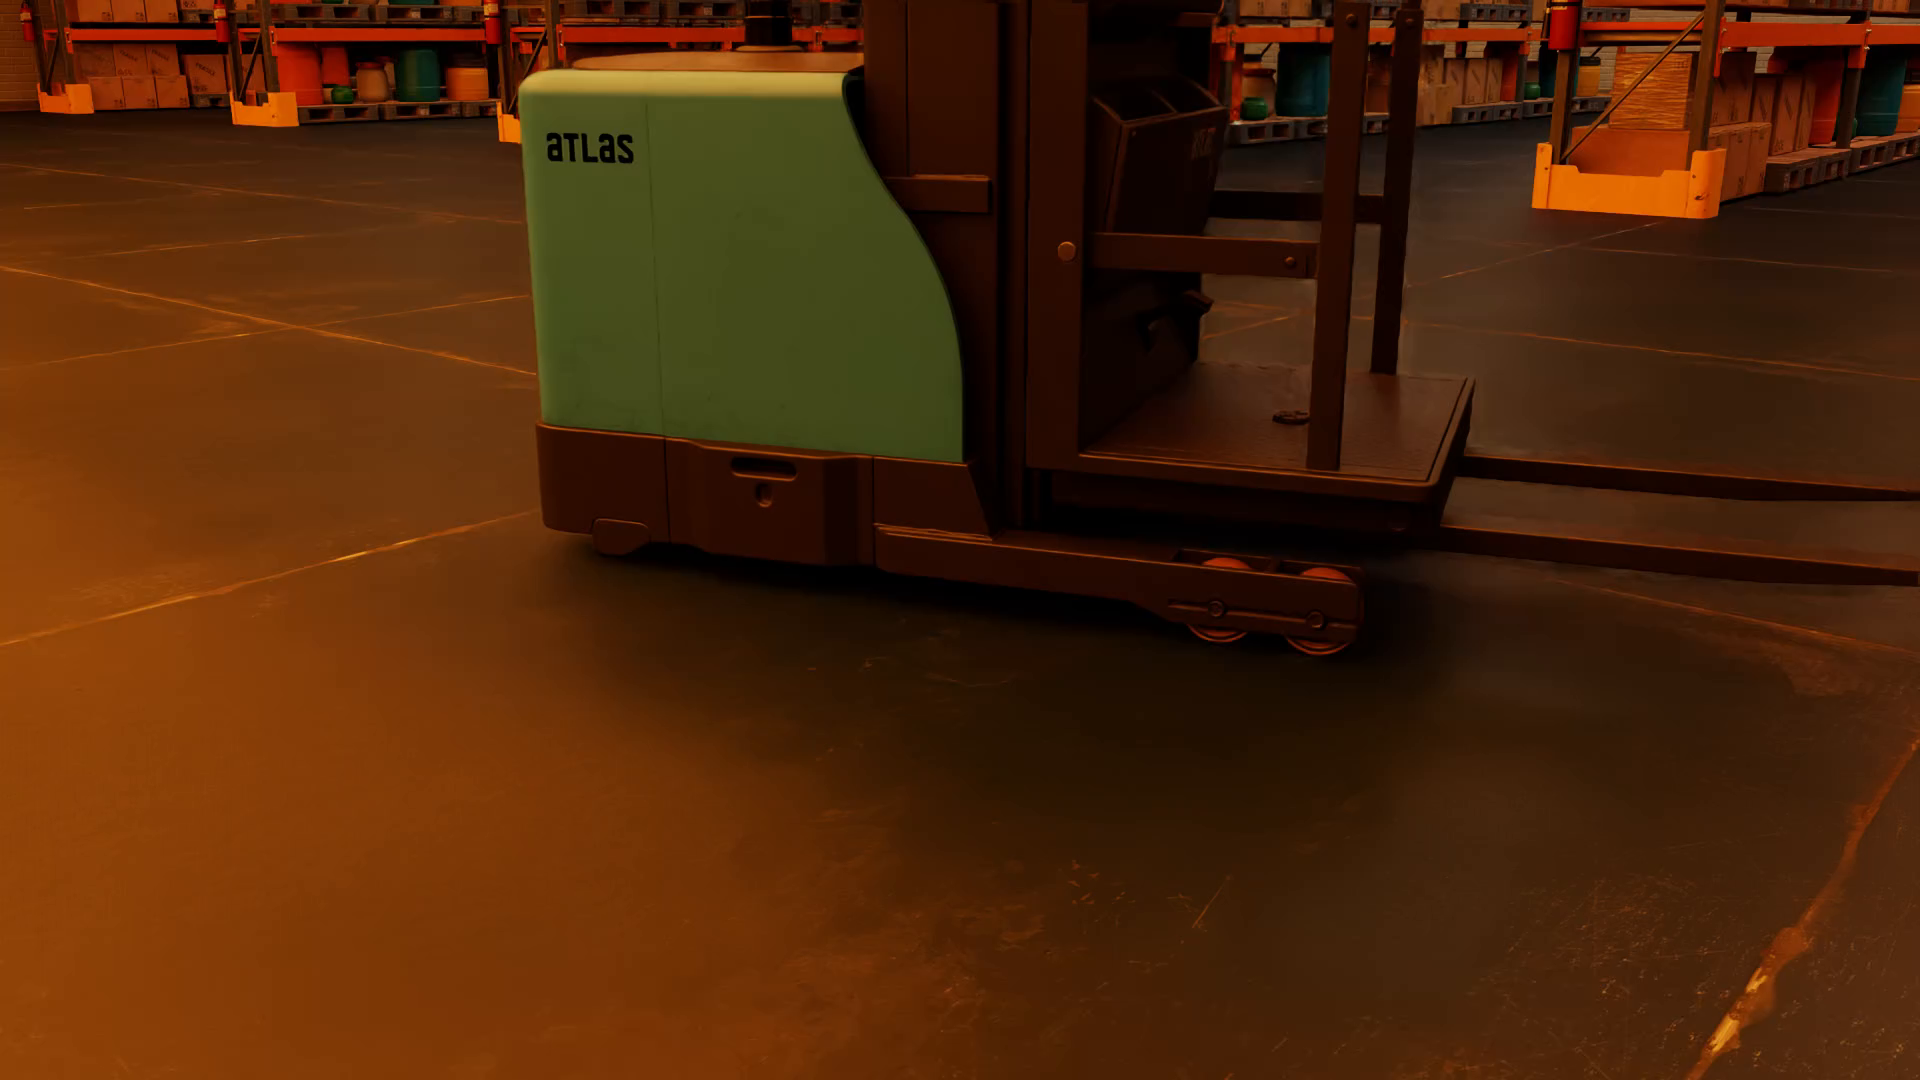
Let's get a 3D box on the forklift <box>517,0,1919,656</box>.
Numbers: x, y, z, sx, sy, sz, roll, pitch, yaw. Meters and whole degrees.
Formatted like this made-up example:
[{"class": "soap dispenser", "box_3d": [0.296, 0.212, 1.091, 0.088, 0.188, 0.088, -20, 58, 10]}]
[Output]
[{"class": "forklift", "box_3d": [0.608, -1.354, 3.356, 3.031, 2.935, 1.130, 6, 18, 19]}]
